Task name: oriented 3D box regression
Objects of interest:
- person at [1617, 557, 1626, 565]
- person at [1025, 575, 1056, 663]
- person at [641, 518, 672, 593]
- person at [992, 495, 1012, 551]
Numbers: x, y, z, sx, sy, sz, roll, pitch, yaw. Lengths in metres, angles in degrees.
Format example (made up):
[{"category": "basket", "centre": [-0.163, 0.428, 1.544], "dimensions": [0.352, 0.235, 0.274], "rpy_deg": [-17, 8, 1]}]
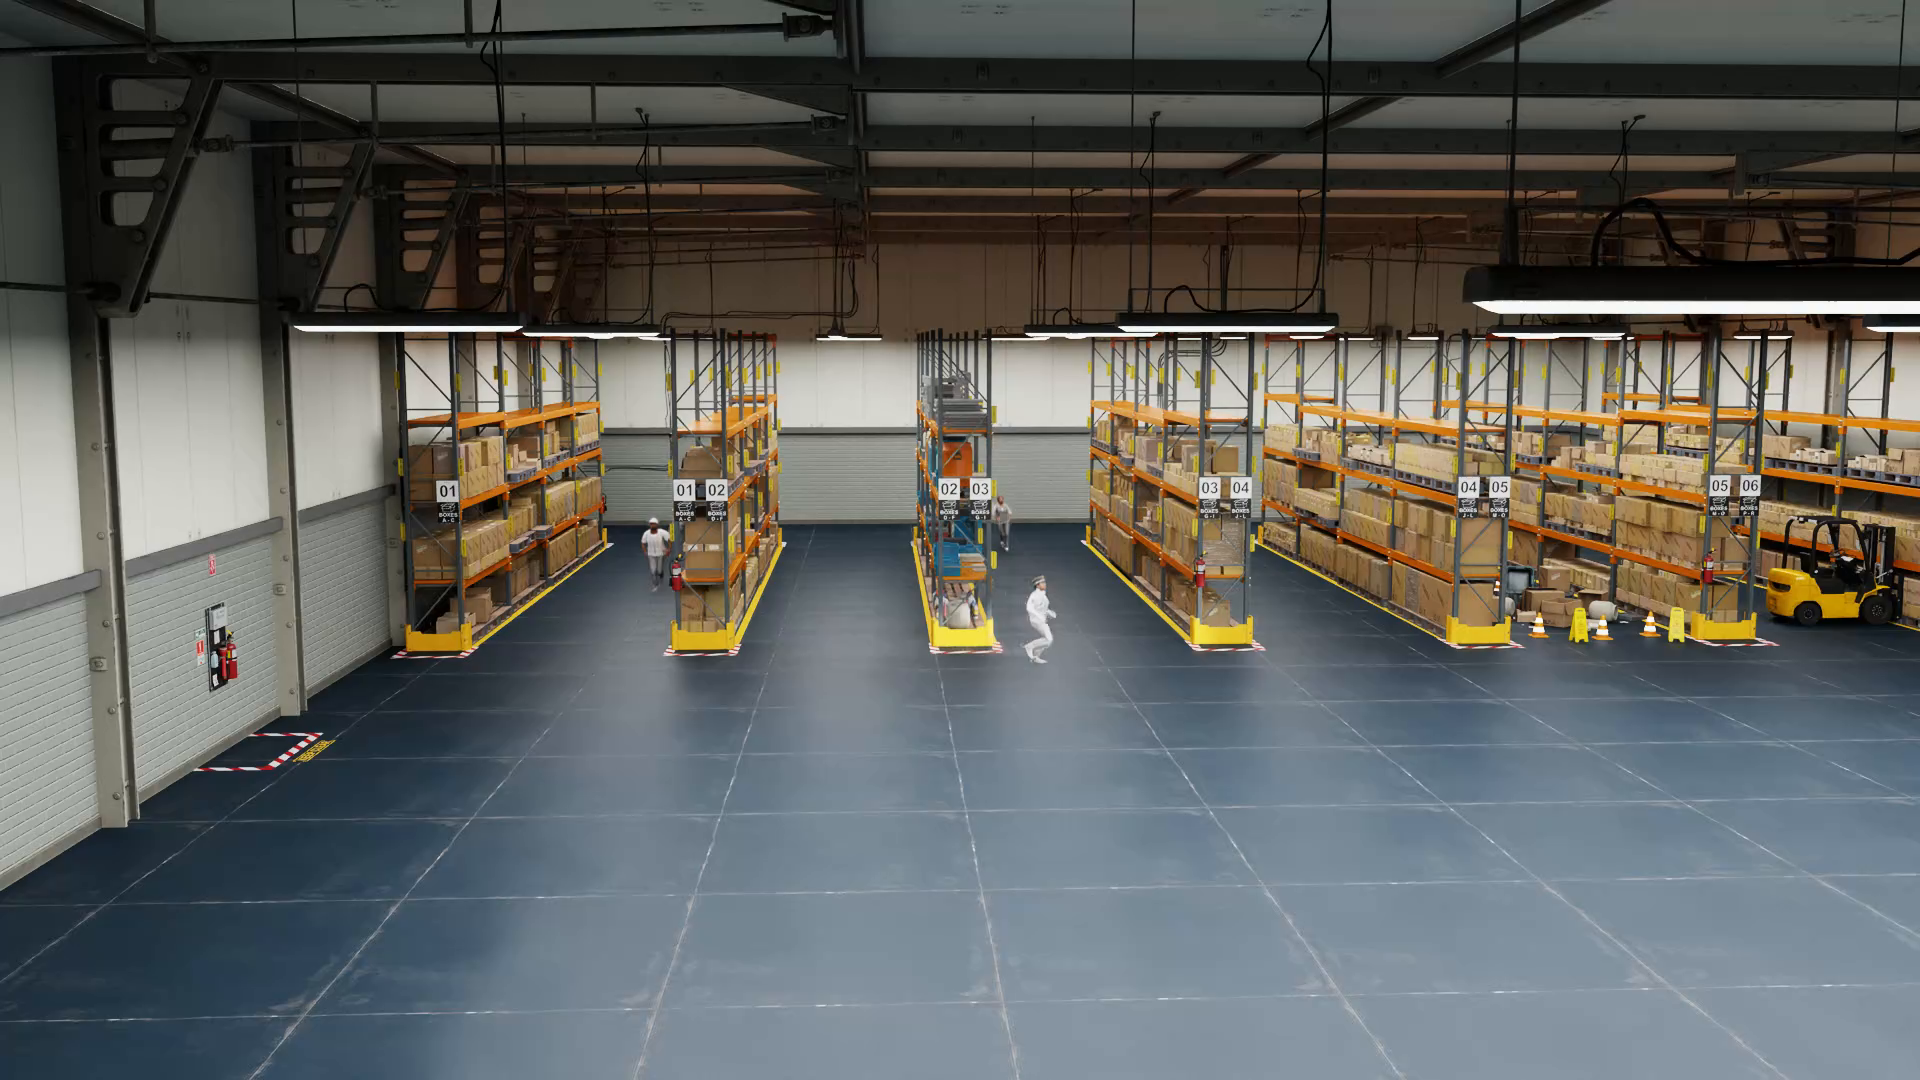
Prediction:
[{"category": "person", "centre": [16.212, 0.097, 40.600], "dimensions": [0.664, 1.737, 0.945], "rpy_deg": [0, 7, -4]}, {"category": "person", "centre": [1.437, 1.429, 29.797], "dimensions": [0.524, 1.622, 0.613], "rpy_deg": [2, 7, 18]}, {"category": "person", "centre": [-7.018, 0.348, 38.430], "dimensions": [0.713, 1.730, 0.661], "rpy_deg": [0, 7, 1]}, {"category": "person", "centre": [1.161, -0.462, 46.198], "dimensions": [0.570, 1.550, 0.601], "rpy_deg": [-2, 7, -13]}]
